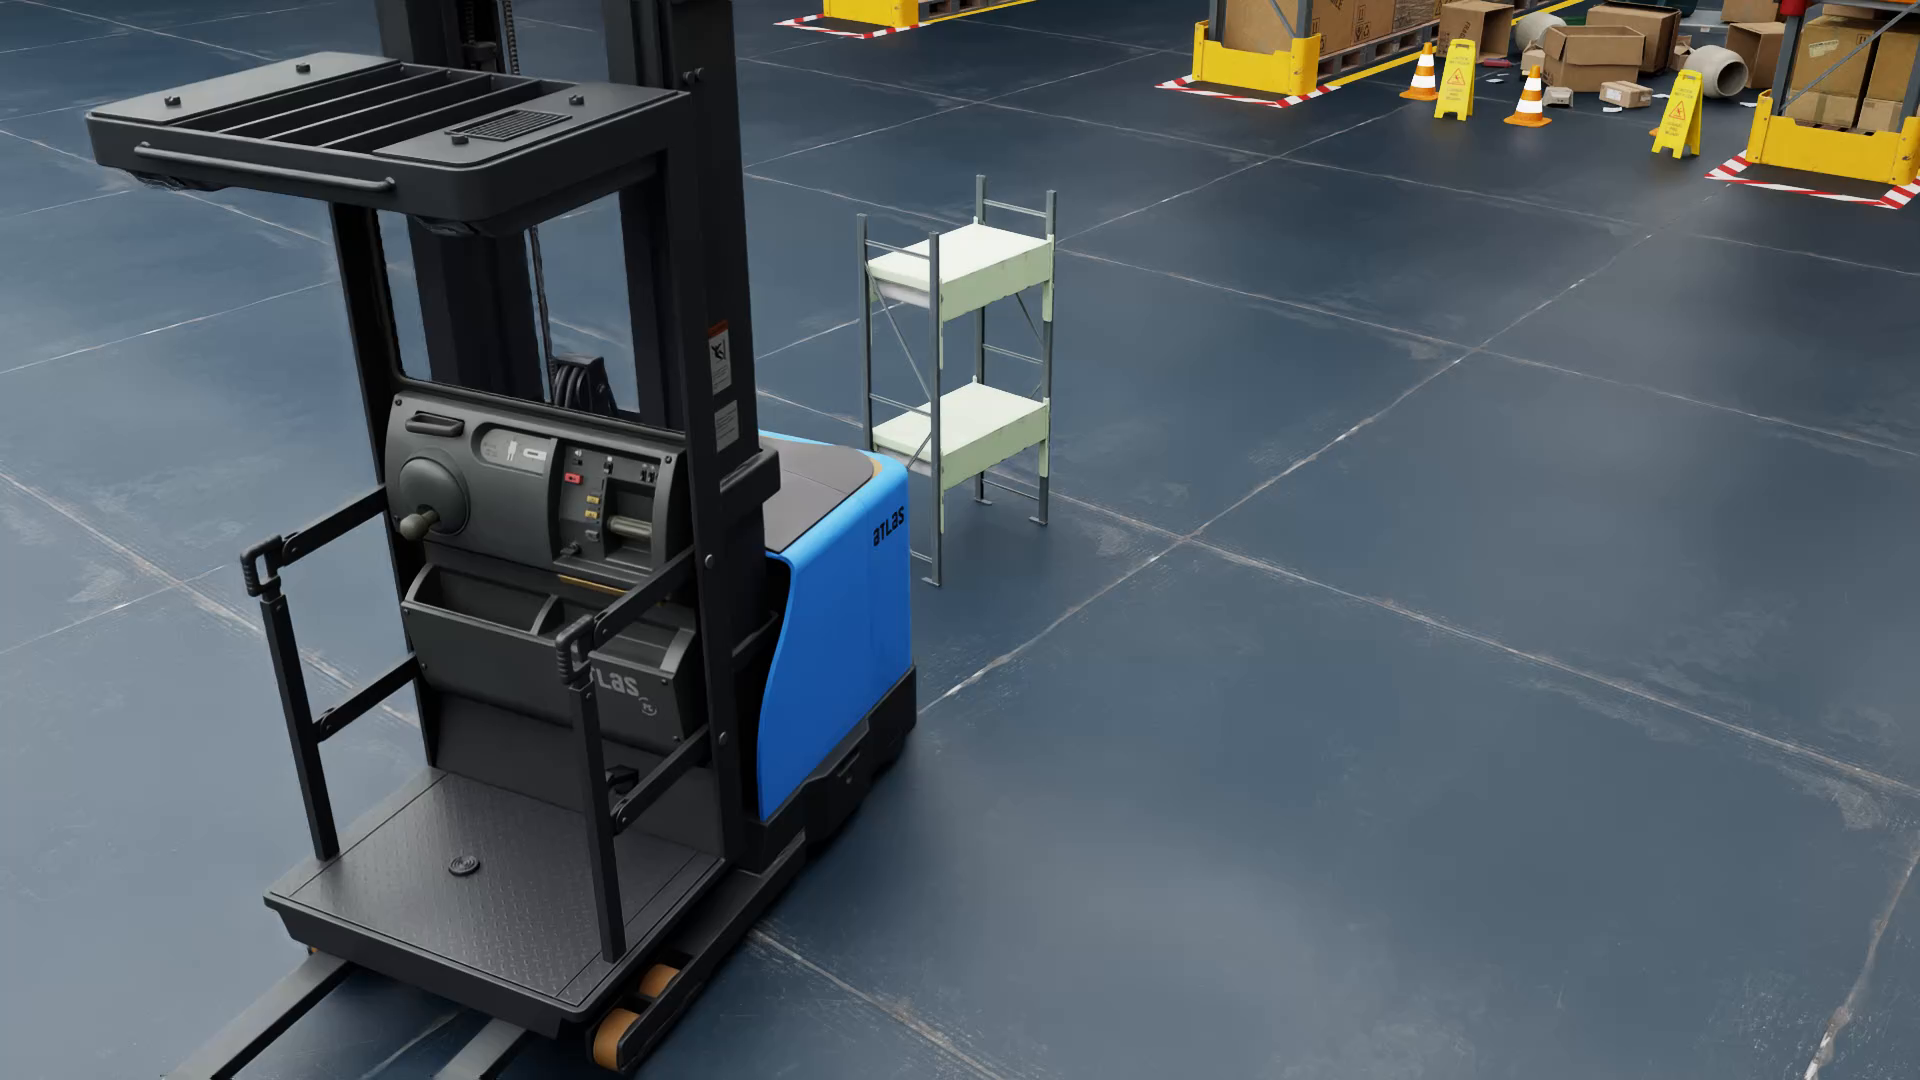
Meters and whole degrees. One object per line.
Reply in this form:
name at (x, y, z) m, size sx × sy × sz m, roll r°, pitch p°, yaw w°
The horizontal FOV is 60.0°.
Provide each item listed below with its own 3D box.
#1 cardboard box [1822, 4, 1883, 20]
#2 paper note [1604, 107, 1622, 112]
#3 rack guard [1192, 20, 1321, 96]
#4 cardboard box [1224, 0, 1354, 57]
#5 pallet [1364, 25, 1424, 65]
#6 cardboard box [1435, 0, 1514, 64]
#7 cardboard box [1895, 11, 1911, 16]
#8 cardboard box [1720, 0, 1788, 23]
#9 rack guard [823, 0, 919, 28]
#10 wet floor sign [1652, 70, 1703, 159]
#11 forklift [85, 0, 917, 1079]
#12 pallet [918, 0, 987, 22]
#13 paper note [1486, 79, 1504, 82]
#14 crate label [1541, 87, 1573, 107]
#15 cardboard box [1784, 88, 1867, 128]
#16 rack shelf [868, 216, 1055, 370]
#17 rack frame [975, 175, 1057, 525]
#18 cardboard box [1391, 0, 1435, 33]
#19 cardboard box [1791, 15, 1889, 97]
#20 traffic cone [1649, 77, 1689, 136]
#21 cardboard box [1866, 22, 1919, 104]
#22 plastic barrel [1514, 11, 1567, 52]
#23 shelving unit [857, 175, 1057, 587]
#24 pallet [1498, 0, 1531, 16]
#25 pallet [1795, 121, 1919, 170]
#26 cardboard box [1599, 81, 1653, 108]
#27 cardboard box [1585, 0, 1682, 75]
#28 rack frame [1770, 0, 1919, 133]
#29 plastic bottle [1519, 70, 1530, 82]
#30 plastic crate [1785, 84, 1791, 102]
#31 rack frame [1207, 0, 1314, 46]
cardboard box at (7.103, -4.248, 13.210) m, size 0.380 × 0.149 × 0.250 m, roll 22°, pitch 35°, yaw 36°
paper note at (5.679, -3.750, 14.465) m, size 0.148 × 0.019 × 0.142 m, roll 9°, pitch 29°, yaw 17°
rack guard at (2.714, -4.444, 15.296) m, size 1.175 × 0.500 × 0.348 m, roll 21°, pitch 34°, yaw 34°
cardboard box at (3.110, -5.065, 15.632) m, size 0.875 × 0.875 × 0.875 m, roll 21°, pitch 34°, yaw 35°
pallet at (3.954, -5.061, 16.803) m, size 1.003 × 0.211 × 1.213 m, roll 21°, pitch 34°, yaw 34°
cardboard box at (5.078, -5.021, 16.409) m, size 0.500 × 0.500 × 0.500 m, roll -21°, pitch 34°, yaw -35°
cardboard box at (7.577, -4.173, 13.771) m, size 0.500 × 0.500 × 0.500 m, roll 20°, pitch 33°, yaw 33°
cardboard box at (7.765, -5.305, 16.137) m, size 0.500 × 0.500 × 0.500 m, roll 21°, pitch 34°, yaw 34°
rack guard at (-0.985, -5.965, 18.236) m, size 1.175 × 0.500 × 0.348 m, roll 21°, pitch 34°, yaw 34°
wet floor sign at (5.667, -3.351, 13.026) m, size 0.232 × 0.644 × 0.267 m, roll -15°, pitch 31°, yaw -27°
forklift at (-1.239, -0.098, 4.250) m, size 1.130 × 2.935 × 3.031 m, roll 12°, pitch 30°, yaw 22°
pallet at (-0.441, -6.114, 18.839) m, size 1.003 × 0.211 × 1.213 m, roll 21°, pitch 34°, yaw 34°
paper note at (5.010, -4.288, 15.507) m, size 0.142 × 0.017 × 0.144 m, roll -15°, pitch 31°, yaw -27°
crate label at (5.271, -3.910, 14.660) m, size 0.250 × 0.136 × 0.298 m, roll 4°, pitch 28°, yaw 8°
cardboard box at (6.935, -3.491, 13.268) m, size 0.500 × 0.250 × 0.500 m, roll 21°, pitch 34°, yaw 34°
rack shelf at (-0.004, -1.010, 6.721) m, size 0.431 × 0.370 × 0.720 m, roll 21°, pitch 34°, yaw 34°
rack frame at (0.229, -0.794, 7.152) m, size 0.400 × 1.500 × 0.023 m, roll 21°, pitch 34°, yaw 34°
cardboard box at (4.249, -5.700, 16.859) m, size 0.875 × 0.875 × 0.875 m, roll 21°, pitch 34°, yaw 35°
cardboard box at (6.922, -3.810, 13.070) m, size 0.500 × 0.500 × 0.500 m, roll 21°, pitch 34°, yaw 35°
traffic cone at (5.891, -3.554, 13.617) m, size 0.336 × 0.463 × 0.334 m, roll 21°, pitch 34°, yaw 34°
cardboard box at (7.354, -3.664, 12.787) m, size 0.500 × 0.500 × 0.500 m, roll 19°, pitch 33°, yaw 33°
plastic barrel at (5.736, -4.986, 16.427) m, size 0.421 × 0.421 × 0.512 m, roll -5°, pitch 28°, yaw -9°
shelving unit at (-0.004, -0.664, 6.901) m, size 0.431 × 1.500 × 0.755 m, roll 21°, pitch 34°, yaw 34°
pallet at (5.706, -6.038, 18.691) m, size 1.003 × 0.211 × 1.213 m, roll 21°, pitch 34°, yaw 34°
pallet at (7.206, -3.218, 13.240) m, size 1.003 × 0.211 × 1.213 m, roll 21°, pitch 34°, yaw 34°
cardboard box at (5.888, -3.940, 14.705) m, size 0.250 × 0.149 × 0.380 m, roll -10°, pitch 29°, yaw -18°
cardboard box at (6.365, -4.800, 15.833) m, size 0.797 × 0.637 × 0.503 m, roll 21°, pitch 34°, yaw 34°
rack frame at (6.613, -4.152, 12.011) m, size 1.000 × 3.000 × 0.127 m, roll 21°, pitch 34°, yaw 34°
plastic bottle at (5.333, -4.364, 15.618) m, size 0.133 × 0.061 × 0.283 m, roll 9°, pitch 29°, yaw 17°
plastic crate at (7.526, -3.956, 14.810) m, size 0.402 × 0.080 × 0.583 m, roll 9°, pitch 29°, yaw 17°
rack frame at (2.729, -5.562, 14.738) m, size 1.000 × 3.000 × 0.127 m, roll 21°, pitch 34°, yaw 34°
